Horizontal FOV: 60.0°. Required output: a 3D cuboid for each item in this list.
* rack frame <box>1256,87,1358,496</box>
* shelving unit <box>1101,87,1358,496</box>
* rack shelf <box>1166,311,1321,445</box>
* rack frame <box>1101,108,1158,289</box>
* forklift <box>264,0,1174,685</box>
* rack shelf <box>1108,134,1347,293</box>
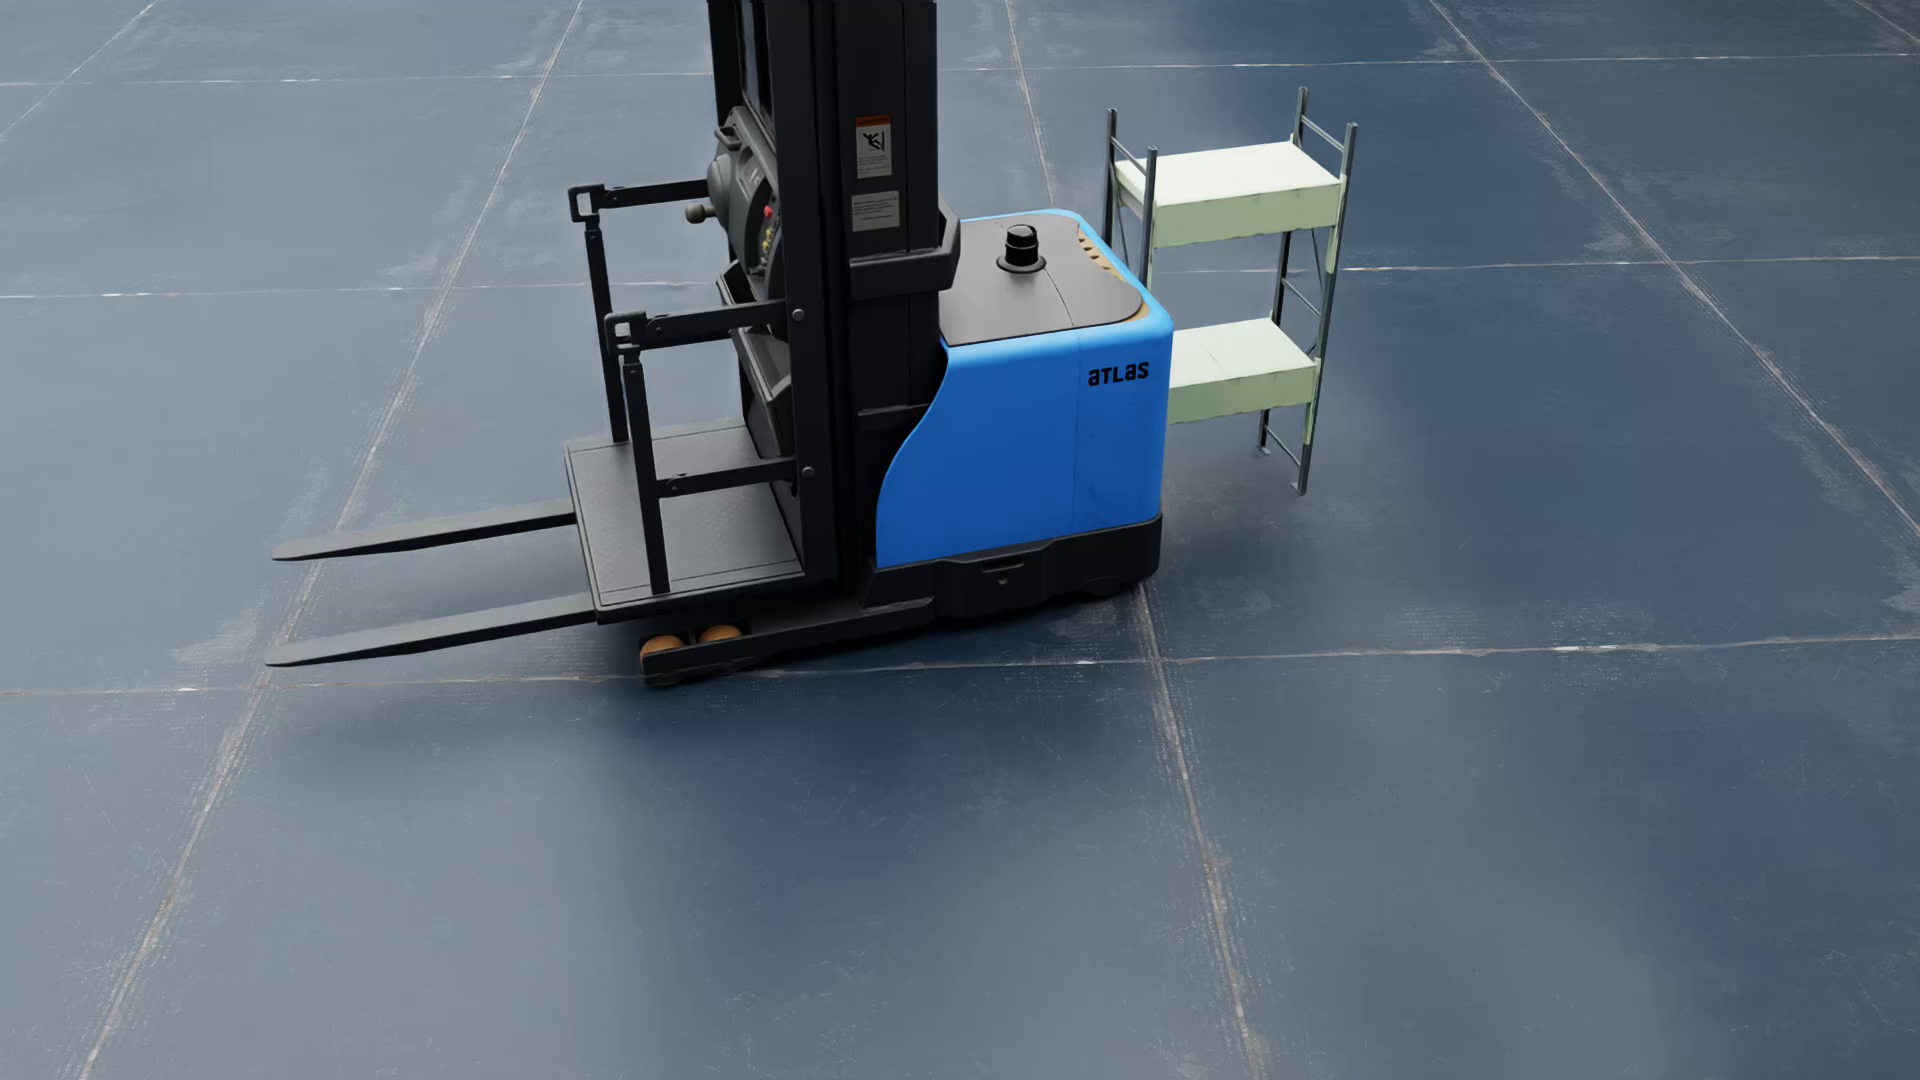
[{"bbox_3d":[1.283,-0.899,6.230,0.023,1.500,0.400,-10,36,-14],"label":"rack frame"},{"bbox_3d":[0.933,-0.838,6.143,0.755,1.500,0.431,-10,36,-14],"label":"shelving unit"},{"bbox_3d":[0.933,-0.570,6.328,0.720,0.370,0.431,-10,36,-14],"label":"rack shelf"},{"bbox_3d":[0.583,-0.777,6.055,0.023,1.500,0.400,-10,36,-14],"label":"rack frame"},{"bbox_3d":[-0.858,-1.057,5.202,3.031,2.935,1.130,-10,36,-14],"label":"forklift"},{"bbox_3d":[0.933,-1.159,5.921,0.720,0.370,0.431,-10,36,-14],"label":"rack shelf"}]
